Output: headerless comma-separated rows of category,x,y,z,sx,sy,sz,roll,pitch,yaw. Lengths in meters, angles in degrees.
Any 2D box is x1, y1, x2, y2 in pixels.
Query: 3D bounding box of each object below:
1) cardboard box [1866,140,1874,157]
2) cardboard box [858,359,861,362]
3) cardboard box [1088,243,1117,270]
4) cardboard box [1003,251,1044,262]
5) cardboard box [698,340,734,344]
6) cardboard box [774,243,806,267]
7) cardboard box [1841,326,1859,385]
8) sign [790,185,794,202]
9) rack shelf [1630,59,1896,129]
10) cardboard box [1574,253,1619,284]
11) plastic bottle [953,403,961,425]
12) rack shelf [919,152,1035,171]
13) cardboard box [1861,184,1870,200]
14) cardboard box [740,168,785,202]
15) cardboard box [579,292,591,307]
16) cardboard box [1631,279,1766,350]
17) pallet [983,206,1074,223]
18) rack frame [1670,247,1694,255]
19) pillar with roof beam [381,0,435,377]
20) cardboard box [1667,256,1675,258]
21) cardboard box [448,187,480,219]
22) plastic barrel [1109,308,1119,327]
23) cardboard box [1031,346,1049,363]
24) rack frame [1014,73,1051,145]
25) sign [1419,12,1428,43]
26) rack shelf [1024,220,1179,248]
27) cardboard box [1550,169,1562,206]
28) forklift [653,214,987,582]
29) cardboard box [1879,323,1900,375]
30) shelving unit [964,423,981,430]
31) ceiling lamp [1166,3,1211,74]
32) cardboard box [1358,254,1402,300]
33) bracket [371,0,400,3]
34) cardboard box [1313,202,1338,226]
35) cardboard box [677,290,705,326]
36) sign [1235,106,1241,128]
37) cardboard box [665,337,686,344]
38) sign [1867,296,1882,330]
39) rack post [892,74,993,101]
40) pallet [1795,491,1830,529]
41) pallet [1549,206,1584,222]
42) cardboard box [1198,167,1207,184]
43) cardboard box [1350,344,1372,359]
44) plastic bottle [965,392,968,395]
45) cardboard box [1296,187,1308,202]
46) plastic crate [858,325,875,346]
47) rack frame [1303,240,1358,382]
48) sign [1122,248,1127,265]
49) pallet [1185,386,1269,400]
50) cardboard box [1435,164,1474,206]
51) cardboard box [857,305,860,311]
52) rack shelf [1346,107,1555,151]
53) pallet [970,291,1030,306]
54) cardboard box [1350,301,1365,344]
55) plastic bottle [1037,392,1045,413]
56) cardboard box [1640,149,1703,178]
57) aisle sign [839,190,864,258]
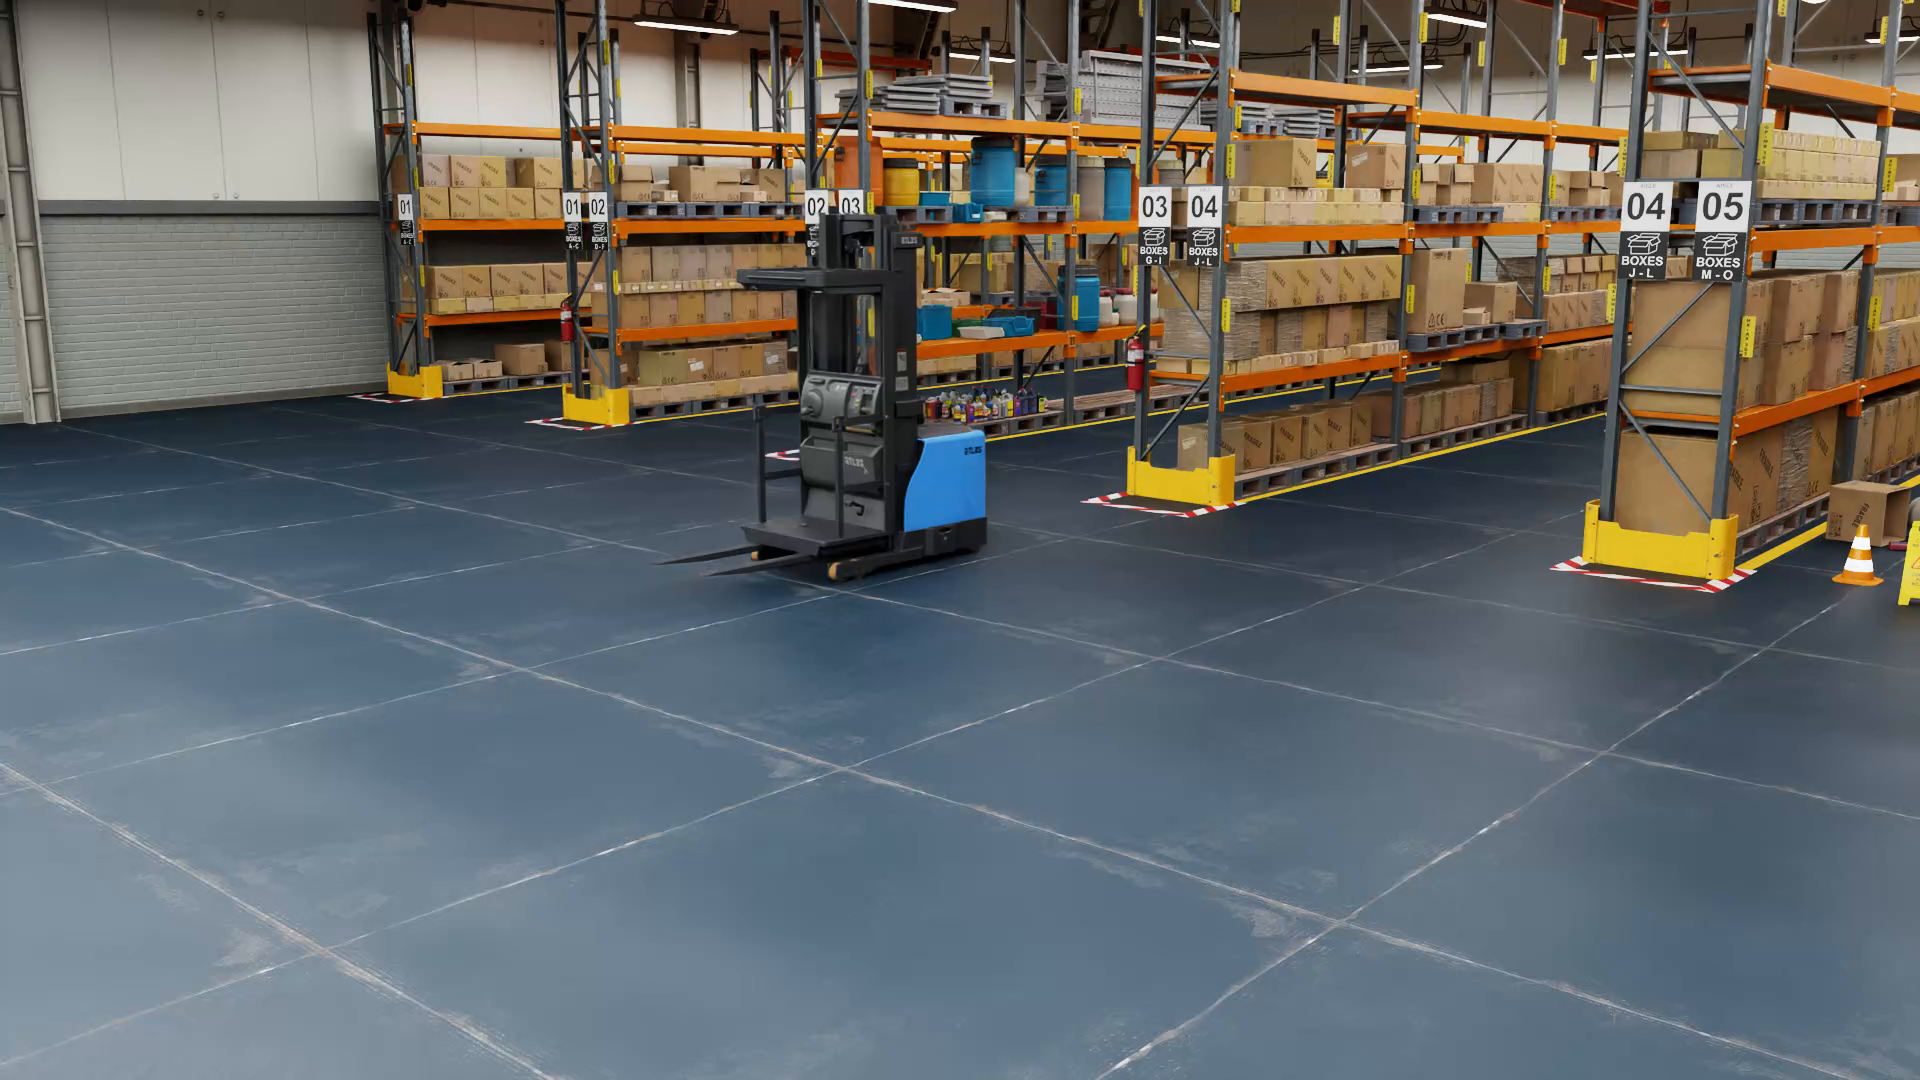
cardboard box,8.383,-3.692,15.697,0.380,0.149,0.250,10,15,40
cardboard box,-1.751,-3.002,27.140,0.500,0.311,0.500,10,15,40
cardboard box,2.875,-5.592,32.783,0.500,0.500,0.500,10,15,41
cardboard box,1.323,-6.244,38.090,0.980,0.700,0.700,11,16,43
cardboard box,-3.747,-2.819,25.737,0.500,0.500,0.500,10,15,40
cardboard box,-2.834,-4.387,25.990,0.700,0.500,0.500,10,15,41
cardboard box,8.318,-1.848,16.463,0.875,0.550,0.550,10,15,40
sign,-3.222,-6.651,31.911,0.100,0.325,0.005,10,15,40
rack shelf,7.232,-3.929,14.806,1.077,0.370,4.000,10,15,40
cardboard box,9.759,-4.110,25.352,0.797,0.503,0.637,9,15,39
plastic bottle,-0.037,-1.643,21.660,0.097,0.271,0.097,0,11,0
rack shelf,0.332,-8.272,36.550,1.077,0.370,4.000,10,15,40
cardboard box,8.386,-3.301,15.776,0.380,0.149,0.250,10,15,41
cardboard box,-3.076,-5.523,25.899,0.500,0.500,0.500,-11,15,-43
cardboard box,-6.689,-4.163,28.768,0.500,0.250,0.500,10,15,41
cardboard box,6.186,-1.895,13.939,0.875,0.550,0.550,10,15,40
pallet,0.770,-4.387,22.379,1.213,0.211,1.003,10,15,40
rack frame,12.815,-4.252,28.882,1.000,3.000,0.127,10,15,40
pillar with roof beam,-5.863,-6.420,24.417,9.100,9.000,0.548,10,15,40
cardboard box,11.628,-4.506,27.861,0.500,0.500,0.500,9,15,39
cardboard box,-8.120,-5.441,26.867,0.500,0.500,0.500,-11,16,-44
plastic barrel,2.162,-3.234,24.138,0.301,0.262,0.301,0,11,0
cardboard box,1.286,-3.528,30.512,0.500,0.500,0.500,10,15,40
rack frame,1.652,-9.116,37.914,1.000,3.000,0.127,10,15,40
sign,5.289,-5.853,18.991,0.100,0.325,0.005,10,15,40
rack shelf,2.493,-4.540,24.499,1.077,0.370,4.000,10,15,40
cardboard box,7.882,-4.902,23.140,0.797,0.503,0.637,11,16,44
forklift,-1.146,-1.206,13.803,1.130,2.935,3.031,11,16,43
cardboard box,9.435,-1.997,17.333,0.500,0.500,0.500,10,15,41
shelving unit,0.035,-0.523,15.187,0.215,1.050,0.252,10,15,40
ceiling lamp,5.321,-12.046,37.684,2.000,3.185,0.800,10,15,40
cardboard box,4.803,-3.070,19.396,0.500,0.500,0.500,10,15,40
bracket,-9.104,-8.634,26.315,0.235,0.232,0.430,10,15,40
cardboard box,3.771,-3.559,18.137,0.500,0.250,0.500,10,15,42
cardboard box,-4.193,-3.446,24.589,0.700,0.500,0.500,10,15,41
sign,4.231,-6.429,25.288,0.100,0.325,0.005,10,15,40
cardboard box,-5.492,-3.591,30.830,0.700,0.500,0.500,9,15,39
sign,8.970,-2.223,16.307,0.100,0.325,0.005,10,15,40
rack post,-0.212,-5.733,21.170,0.937,0.300,0.954,9,15,39
pallet,7.992,-0.361,16.521,1.003,0.211,1.213,10,15,40
pallet,7.919,-4.555,23.222,1.213,0.211,1.003,11,16,43
cardboard box,4.655,-7.404,34.193,0.700,0.500,0.500,10,15,40
cardboard box,4.509,-2.178,19.139,0.380,0.149,0.250,10,15,40
plastic bottle,0.064,-1.899,22.912,0.061,0.283,0.133,11,15,43
cardboard box,3.493,-3.689,17.767,0.380,0.149,0.250,9,14,38
plastic crate,-1.362,-2.578,20.879,0.499,0.251,0.616,10,15,40
rack frame,6.454,-4.304,29.142,1.000,3.000,0.127,10,15,40
sign,3.155,-5.442,31.881,0.100,0.325,0.005,10,15,40
pallet,4.302,-2.470,27.076,1.003,0.211,1.213,10,15,40
cardboard box,5.899,-4.409,20.674,0.797,0.503,0.637,11,15,43
cardboard box,-1.807,-3.749,27.003,0.380,0.149,0.250,10,15,40
rack shelf,6.214,-5.174,21.038,1.077,0.370,4.000,10,15,40
pallet,0.490,-4.371,29.968,1.213,0.211,1.003,10,15,40
cardboard box,4.193,-2.555,19.367,0.875,0.500,0.500,10,15,40
plastic bottle,1.103,-1.897,22.904,0.061,0.283,0.133,11,16,43
cardboard box,6.025,-3.149,13.993,0.500,0.250,0.500,10,15,41
aisle sign,-1.295,-3.765,19.805,0.394,0.787,0.004,10,15,40
